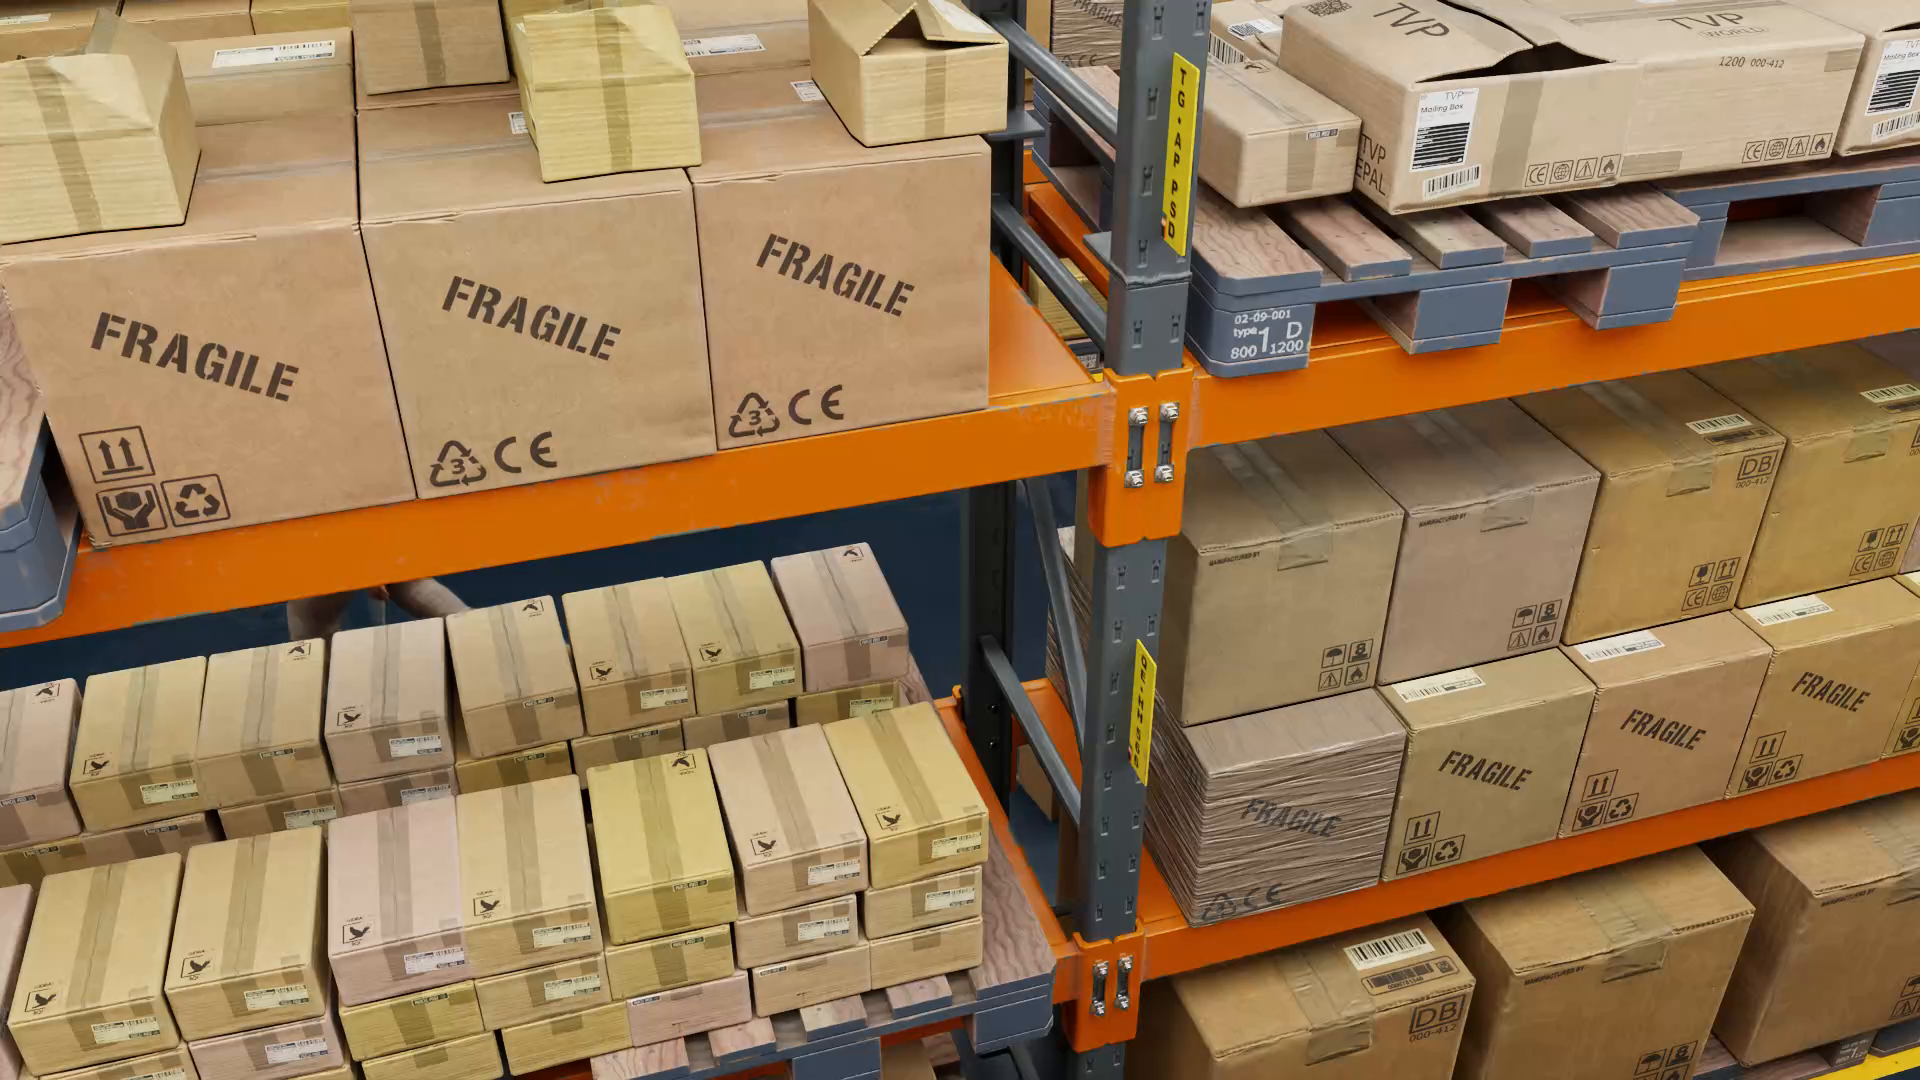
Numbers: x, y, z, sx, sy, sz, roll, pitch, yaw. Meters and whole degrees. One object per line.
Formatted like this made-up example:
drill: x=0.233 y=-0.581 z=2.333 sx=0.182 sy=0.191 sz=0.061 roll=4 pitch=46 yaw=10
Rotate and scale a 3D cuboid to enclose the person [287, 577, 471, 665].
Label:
person: x=-2.319 y=-0.072 z=6.266 sx=1.037 sy=1.673 sz=0.561 roll=0 pitch=34 yaw=0
